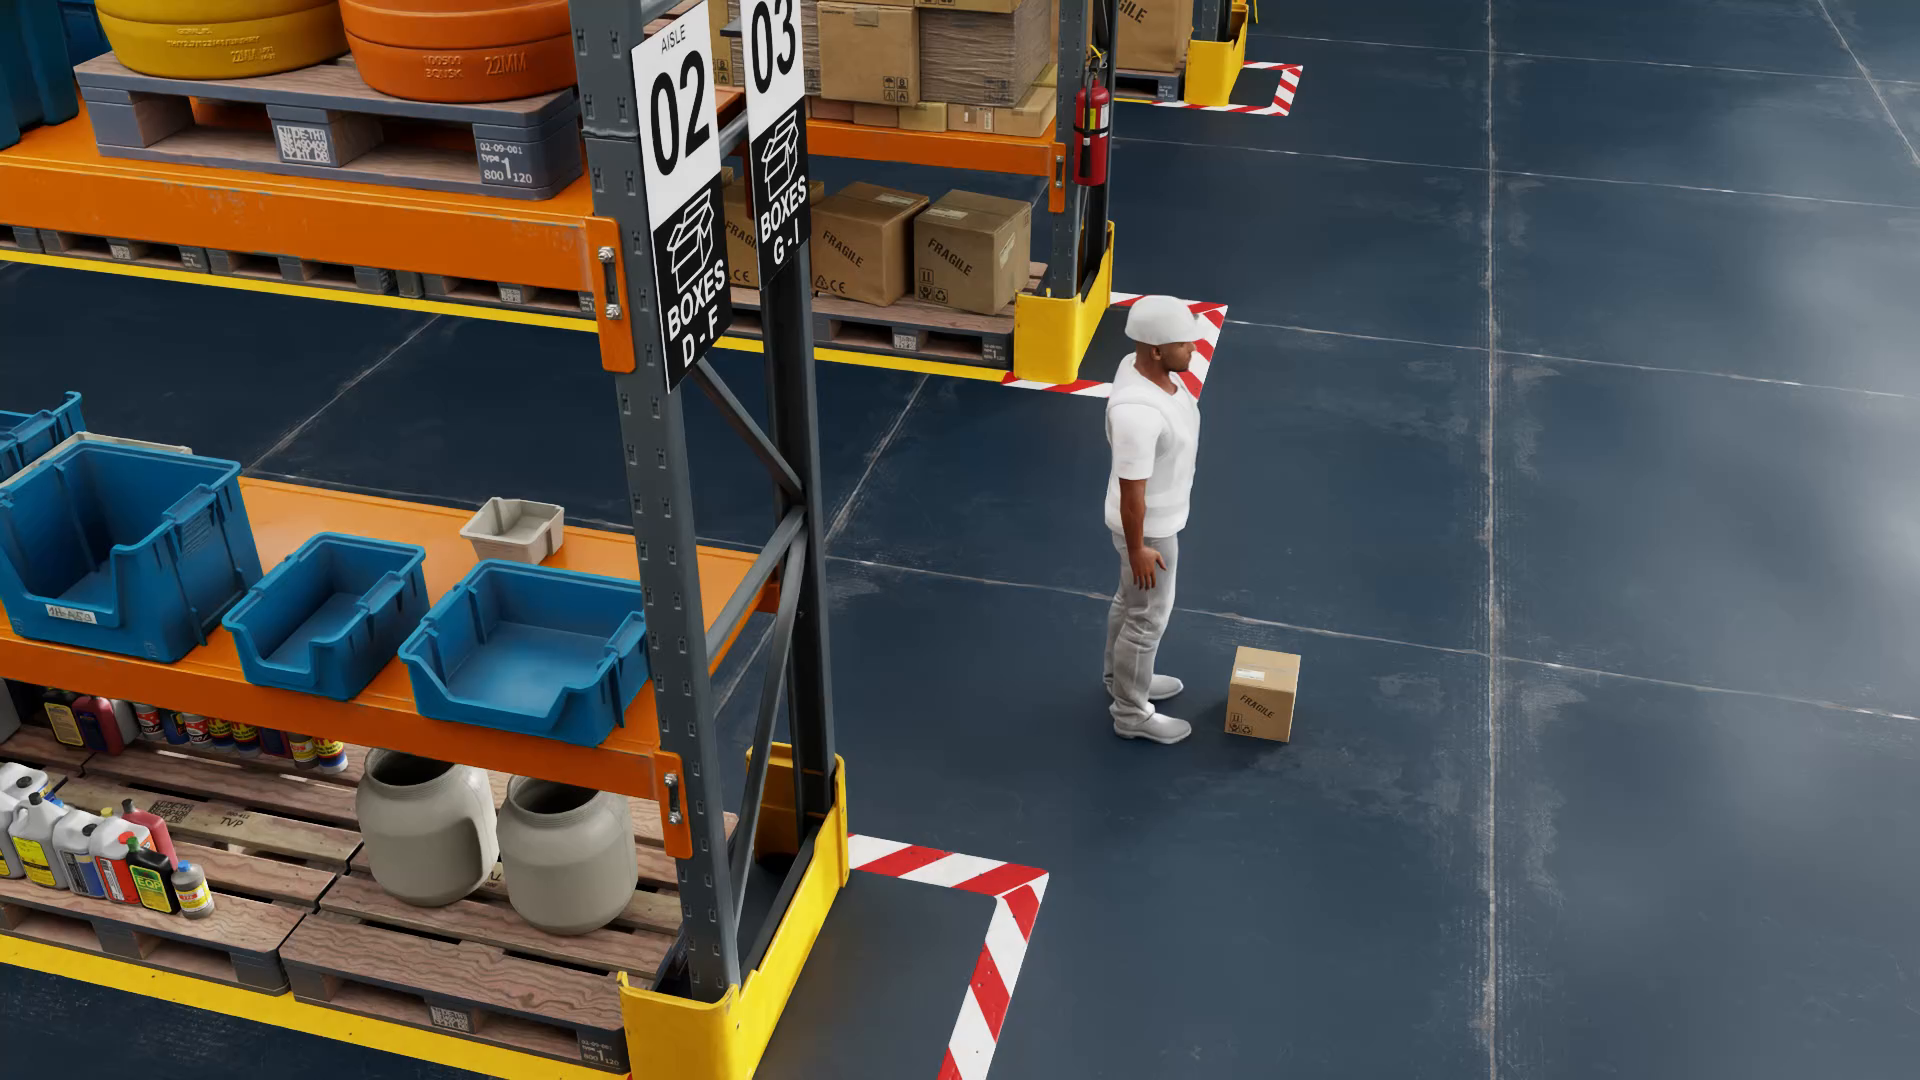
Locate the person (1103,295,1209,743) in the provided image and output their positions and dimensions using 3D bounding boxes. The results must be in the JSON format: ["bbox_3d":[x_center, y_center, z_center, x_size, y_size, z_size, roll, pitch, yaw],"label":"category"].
[{"bbox_3d":[0.742,-0.094,6.260,0.407,1.775,0.588,5,33,8],"label":"person"}]
